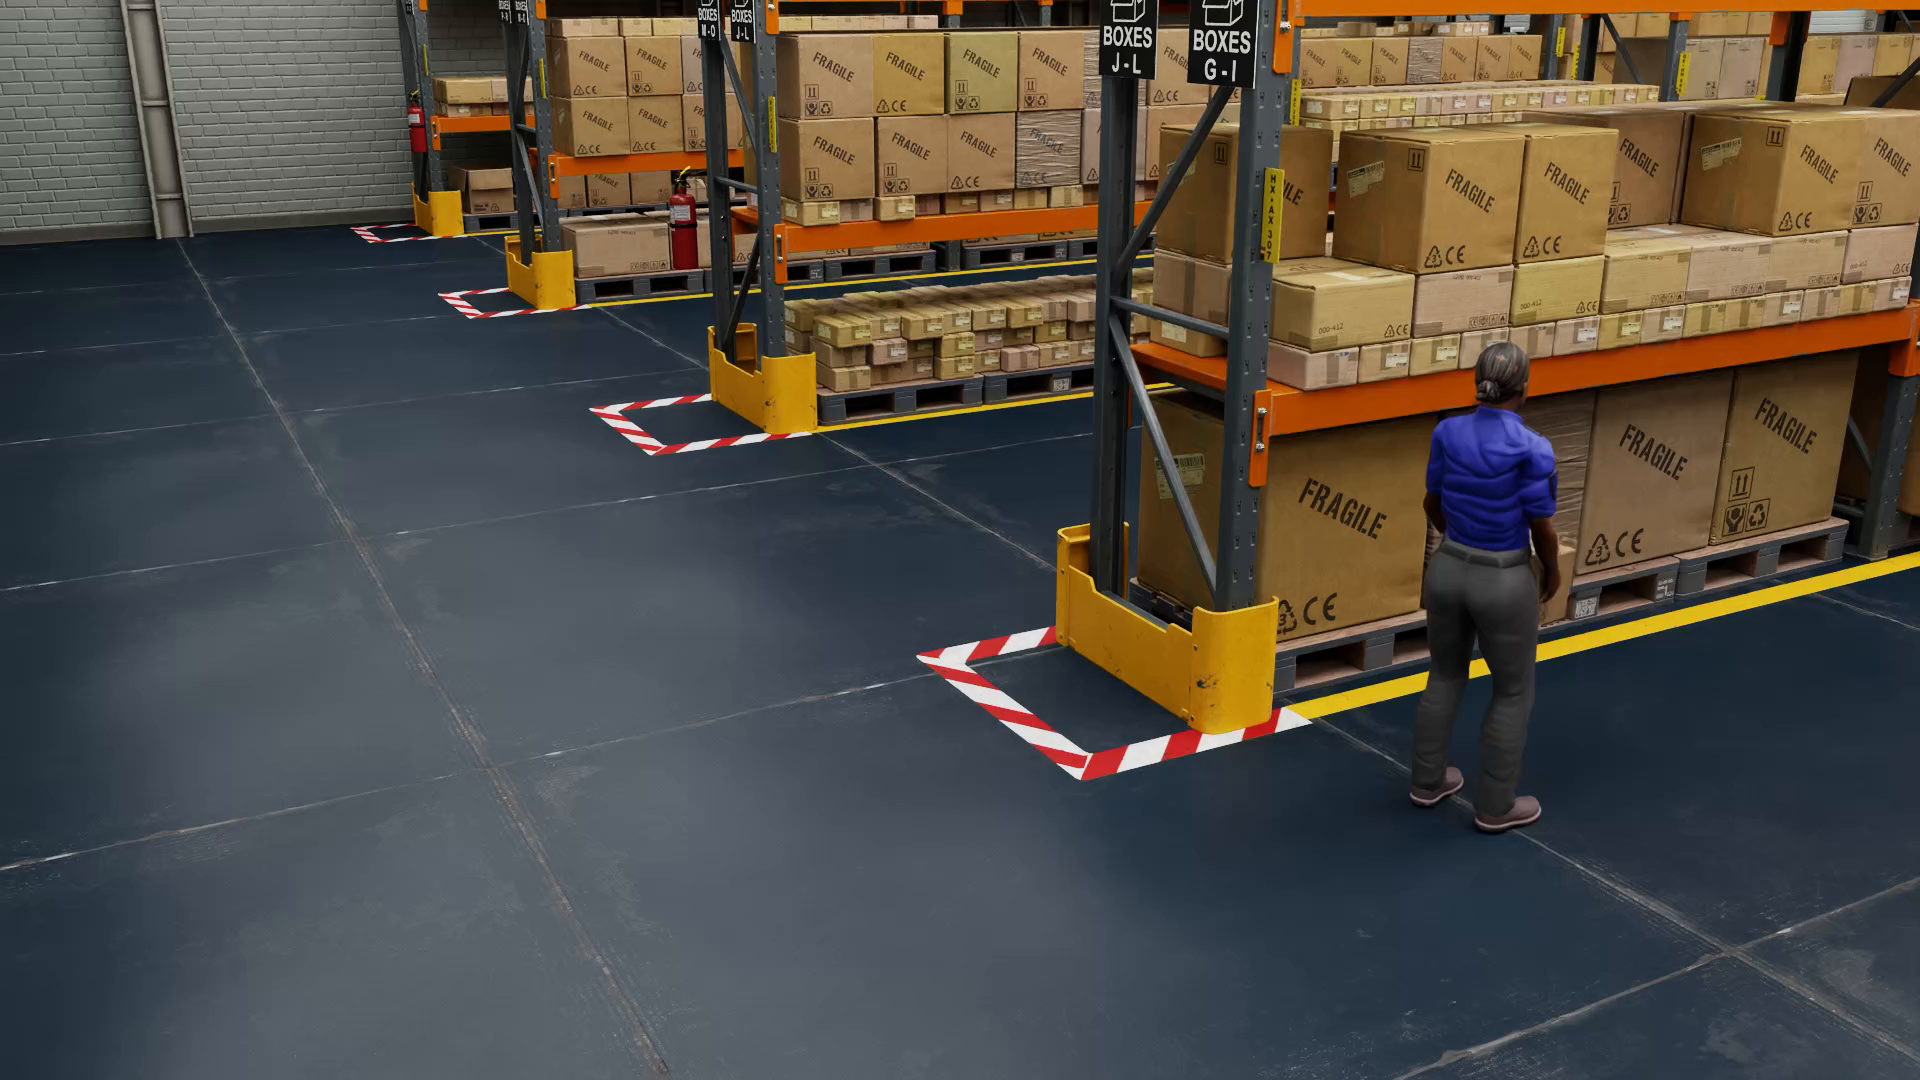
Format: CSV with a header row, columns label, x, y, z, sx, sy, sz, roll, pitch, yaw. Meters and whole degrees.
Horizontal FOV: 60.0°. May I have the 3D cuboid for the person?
label,x,y,z,sx,sy,sz,roll,pitch,yaw
person,1.789,0.147,5.618,0.405,1.663,0.479,-17,25,-40
